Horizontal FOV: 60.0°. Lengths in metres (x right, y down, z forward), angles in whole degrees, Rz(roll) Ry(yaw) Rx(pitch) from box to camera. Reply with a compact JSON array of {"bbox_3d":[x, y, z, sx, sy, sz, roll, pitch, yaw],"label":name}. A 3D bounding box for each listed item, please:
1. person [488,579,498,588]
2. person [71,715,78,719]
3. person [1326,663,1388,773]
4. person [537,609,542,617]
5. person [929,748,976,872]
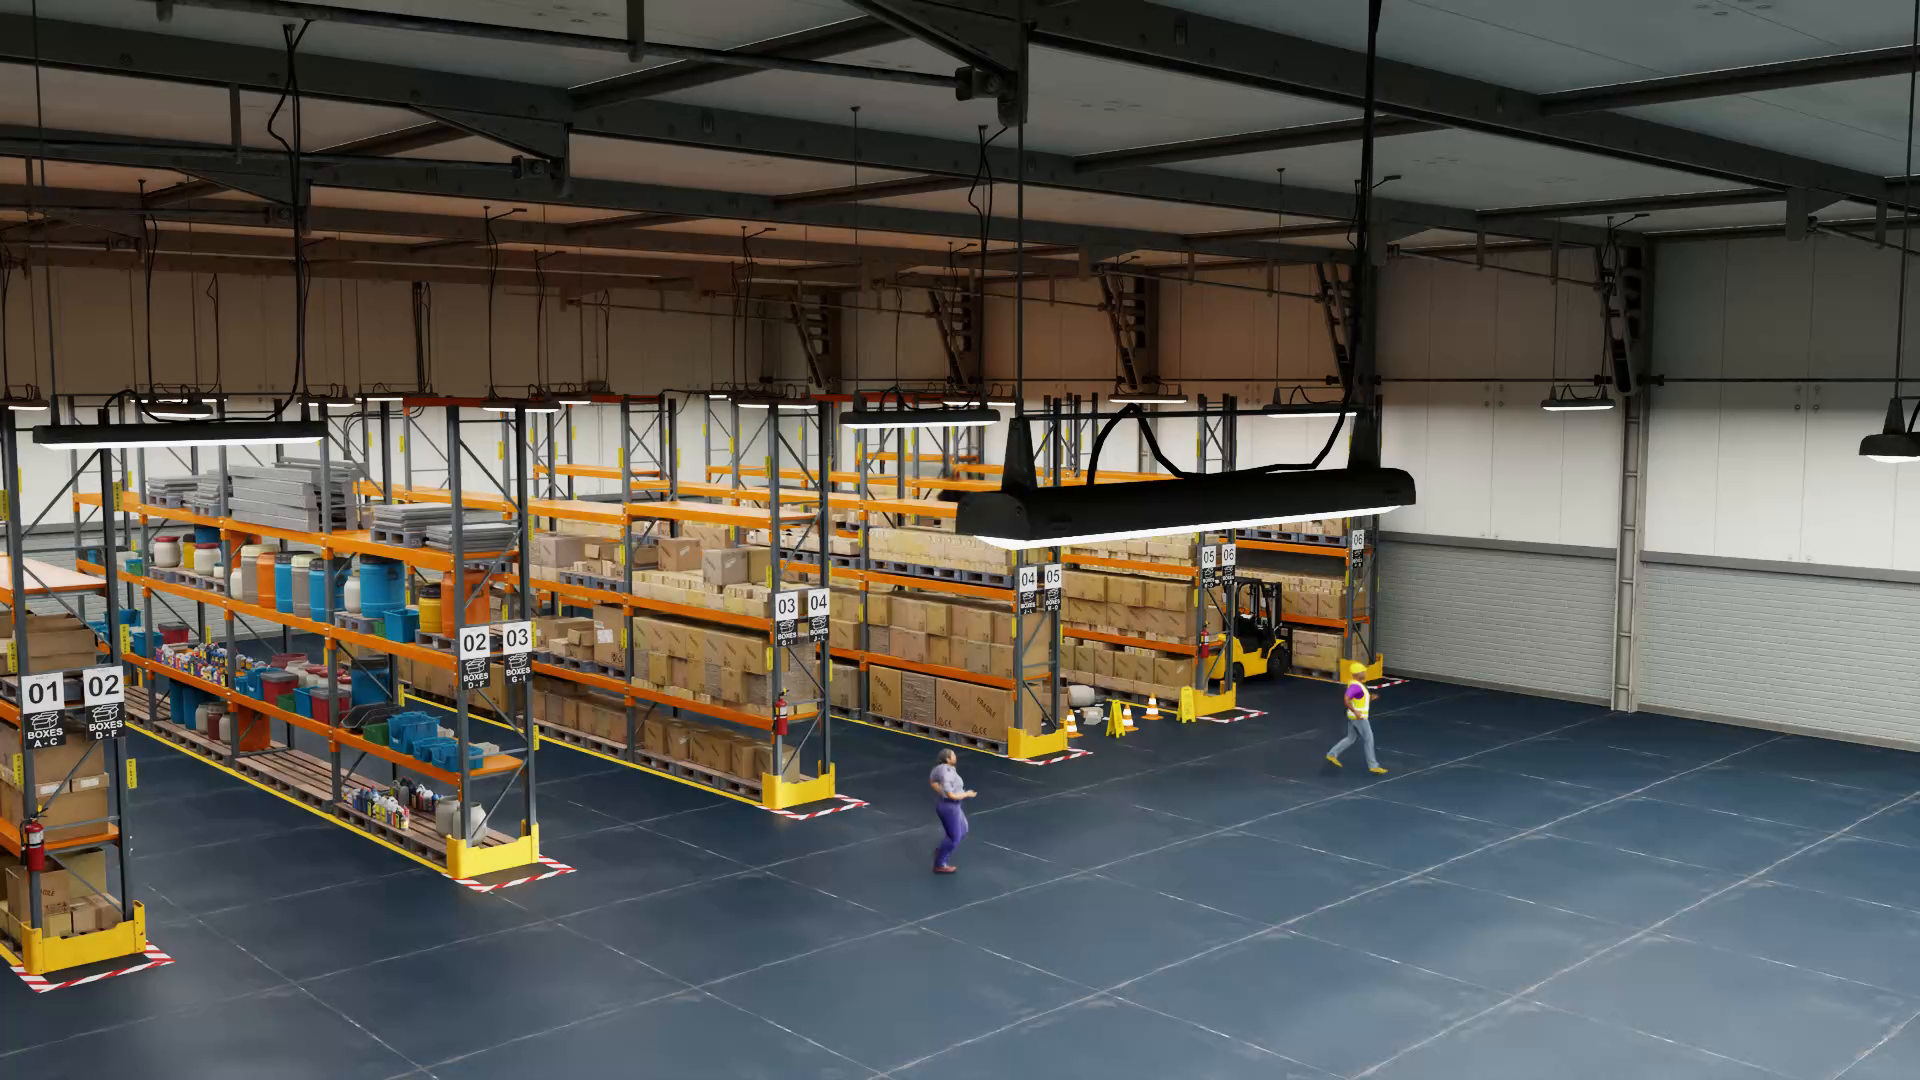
[{"bbox_3d":[-11.386,1.670,39.487,0.841,1.701,0.936,4,7,37],"label":"person"},{"bbox_3d":[-14.532,2.892,26.972,0.920,1.658,0.581,3,6,32],"label":"person"},{"bbox_3d":[6.383,2.846,26.669,0.982,1.757,0.700,0,6,3],"label":"person"},{"bbox_3d":[-8.759,2.173,34.114,0.606,1.740,0.707,5,8,43],"label":"person"},{"bbox_3d":[-0.082,3.456,21.383,0.559,1.607,0.592,-1,6,-11],"label":"person"}]
